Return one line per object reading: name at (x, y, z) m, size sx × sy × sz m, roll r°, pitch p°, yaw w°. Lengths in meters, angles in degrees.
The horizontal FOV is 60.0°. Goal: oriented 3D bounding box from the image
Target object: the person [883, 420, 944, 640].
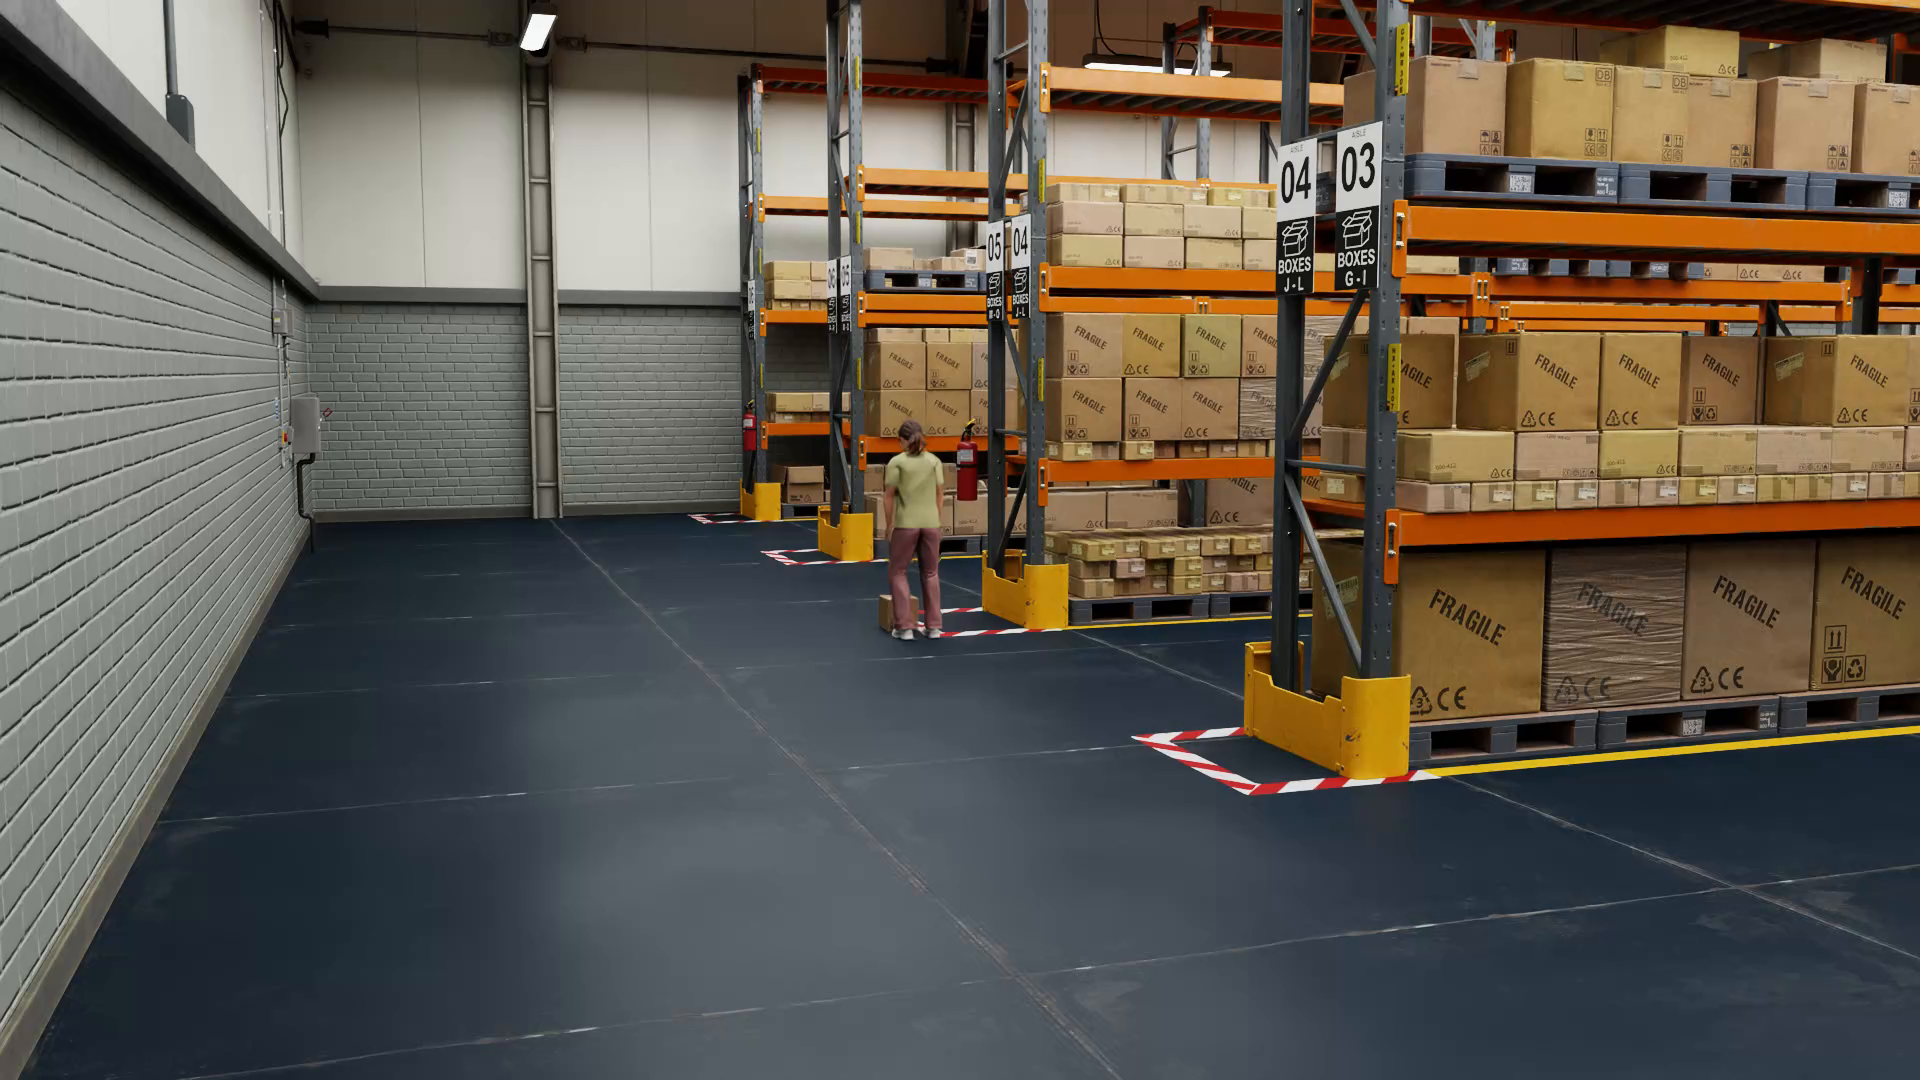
person at (-0.353, -0.075, 12.461) m, size 0.463 × 1.645 × 0.354 m, roll -2°, pitch 6°, yaw -17°
